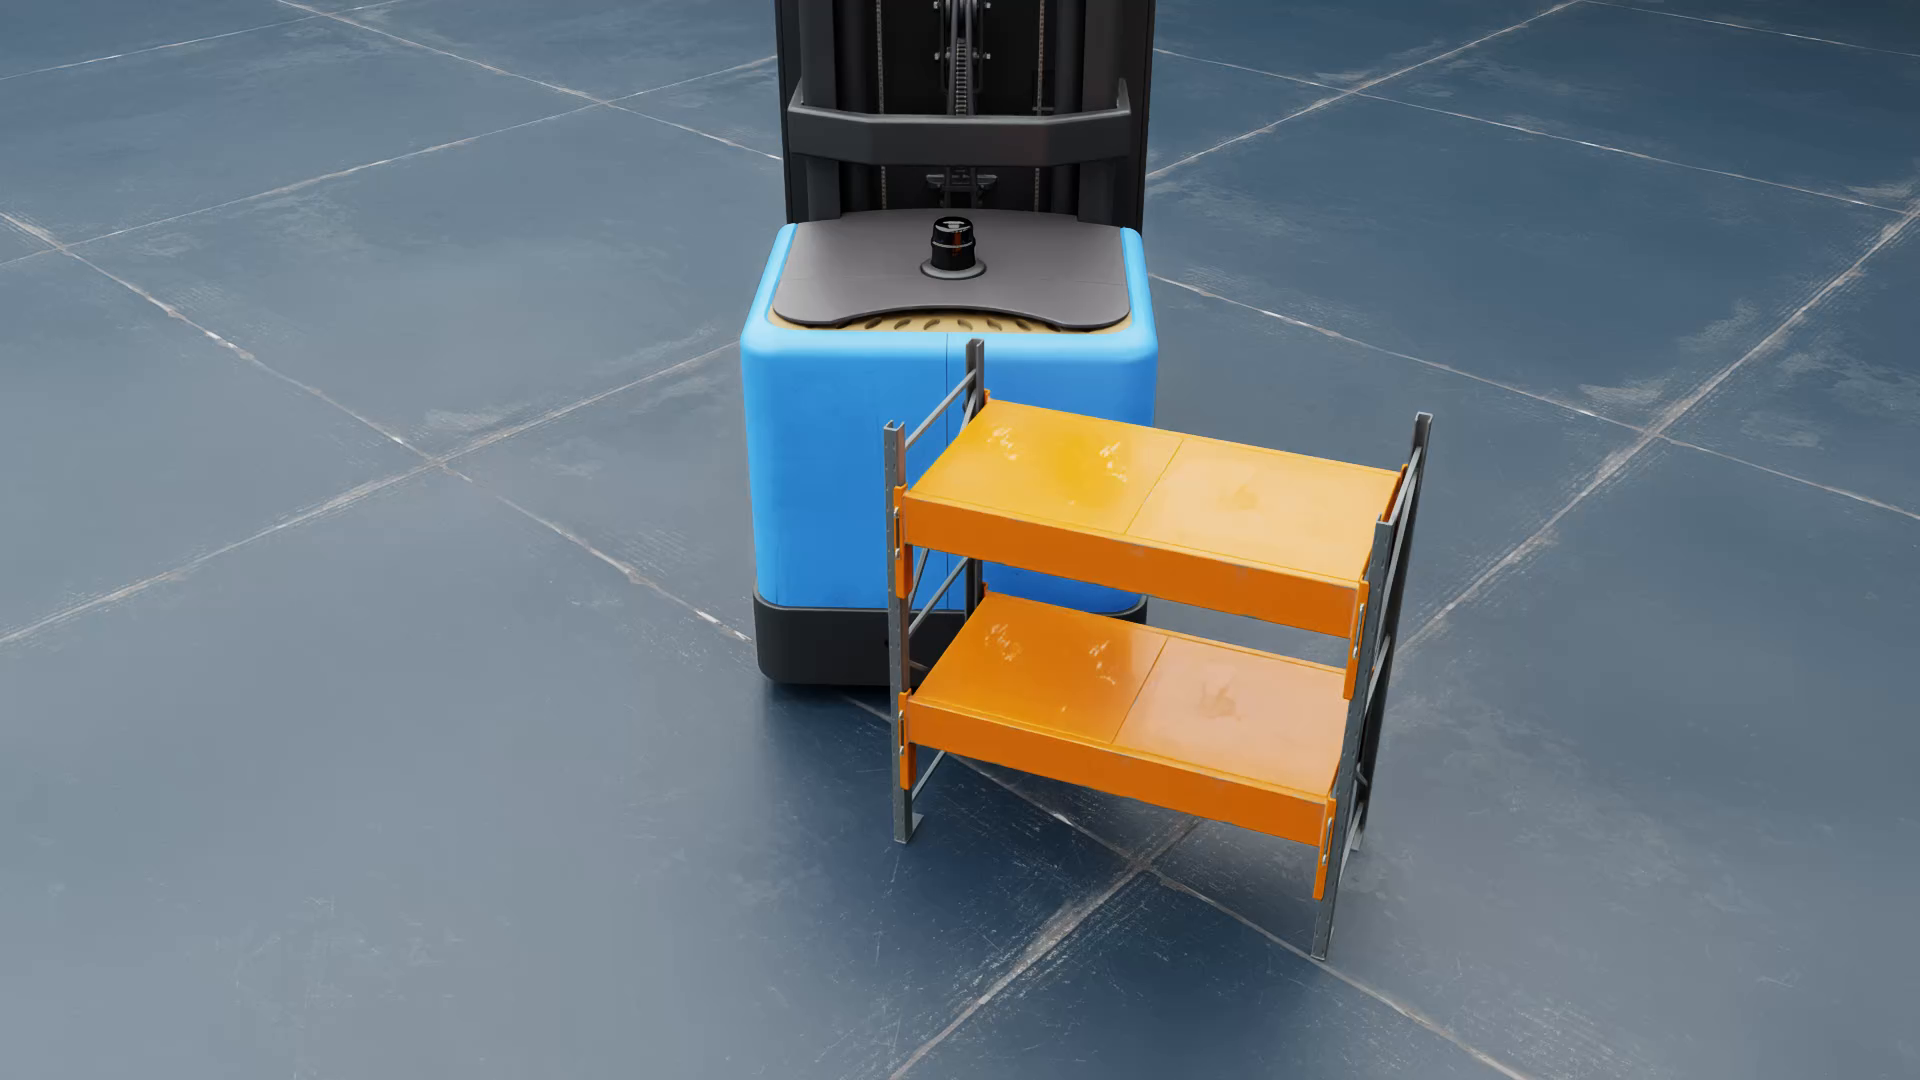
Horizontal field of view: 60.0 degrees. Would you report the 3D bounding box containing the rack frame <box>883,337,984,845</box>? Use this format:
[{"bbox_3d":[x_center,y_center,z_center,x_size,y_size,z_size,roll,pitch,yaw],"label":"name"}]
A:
[{"bbox_3d":[-0.051,0.134,3.937,0.032,1.125,0.500,12,33,19],"label":"rack frame"}]

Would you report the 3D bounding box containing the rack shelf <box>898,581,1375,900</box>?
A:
[{"bbox_3d":[0.419,0.443,3.898,1.000,0.278,0.538,12,33,19],"label":"rack shelf"}]

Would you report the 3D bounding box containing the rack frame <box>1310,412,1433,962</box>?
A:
[{"bbox_3d":[0.890,0.333,3.607,0.032,1.125,0.500,12,33,19],"label":"rack frame"}]

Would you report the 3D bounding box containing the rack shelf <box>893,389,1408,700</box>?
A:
[{"bbox_3d":[0.419,-0.018,3.621,1.000,0.278,0.538,12,33,19],"label":"rack shelf"}]

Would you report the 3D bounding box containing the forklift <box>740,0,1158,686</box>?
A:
[{"bbox_3d":[0.023,-1.580,5.033,1.130,2.935,3.031,1,31,2],"label":"forklift"}]

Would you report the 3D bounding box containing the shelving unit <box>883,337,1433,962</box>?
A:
[{"bbox_3d":[0.419,0.233,3.772,1.048,1.125,0.538,12,33,19],"label":"shelving unit"}]
